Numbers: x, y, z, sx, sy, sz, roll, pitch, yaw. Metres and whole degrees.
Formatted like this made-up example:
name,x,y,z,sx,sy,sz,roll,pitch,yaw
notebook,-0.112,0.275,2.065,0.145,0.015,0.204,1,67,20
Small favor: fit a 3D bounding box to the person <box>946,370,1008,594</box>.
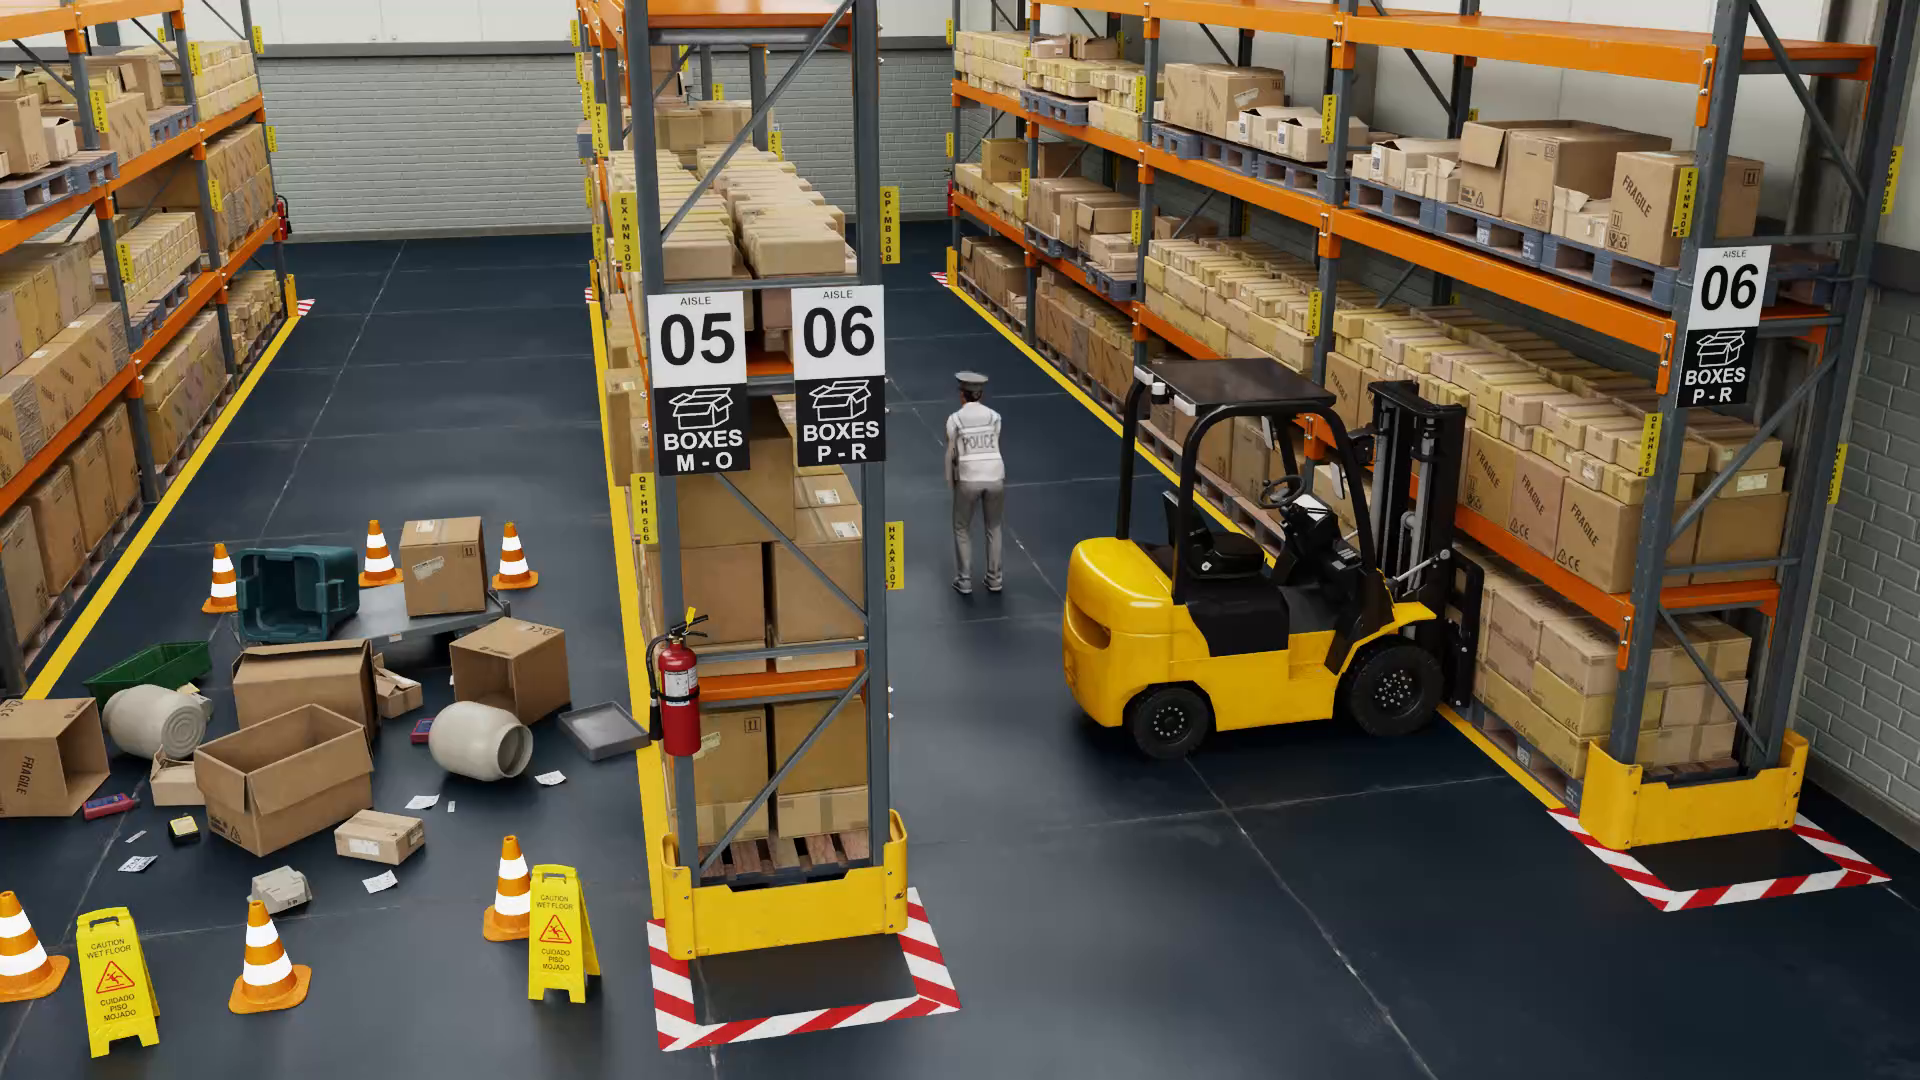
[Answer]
name,x,y,z,sx,sy,sz,roll,pitch,yaw
person,0.122,-0.448,12.286,0.459,1.687,0.554,-4,20,-11
